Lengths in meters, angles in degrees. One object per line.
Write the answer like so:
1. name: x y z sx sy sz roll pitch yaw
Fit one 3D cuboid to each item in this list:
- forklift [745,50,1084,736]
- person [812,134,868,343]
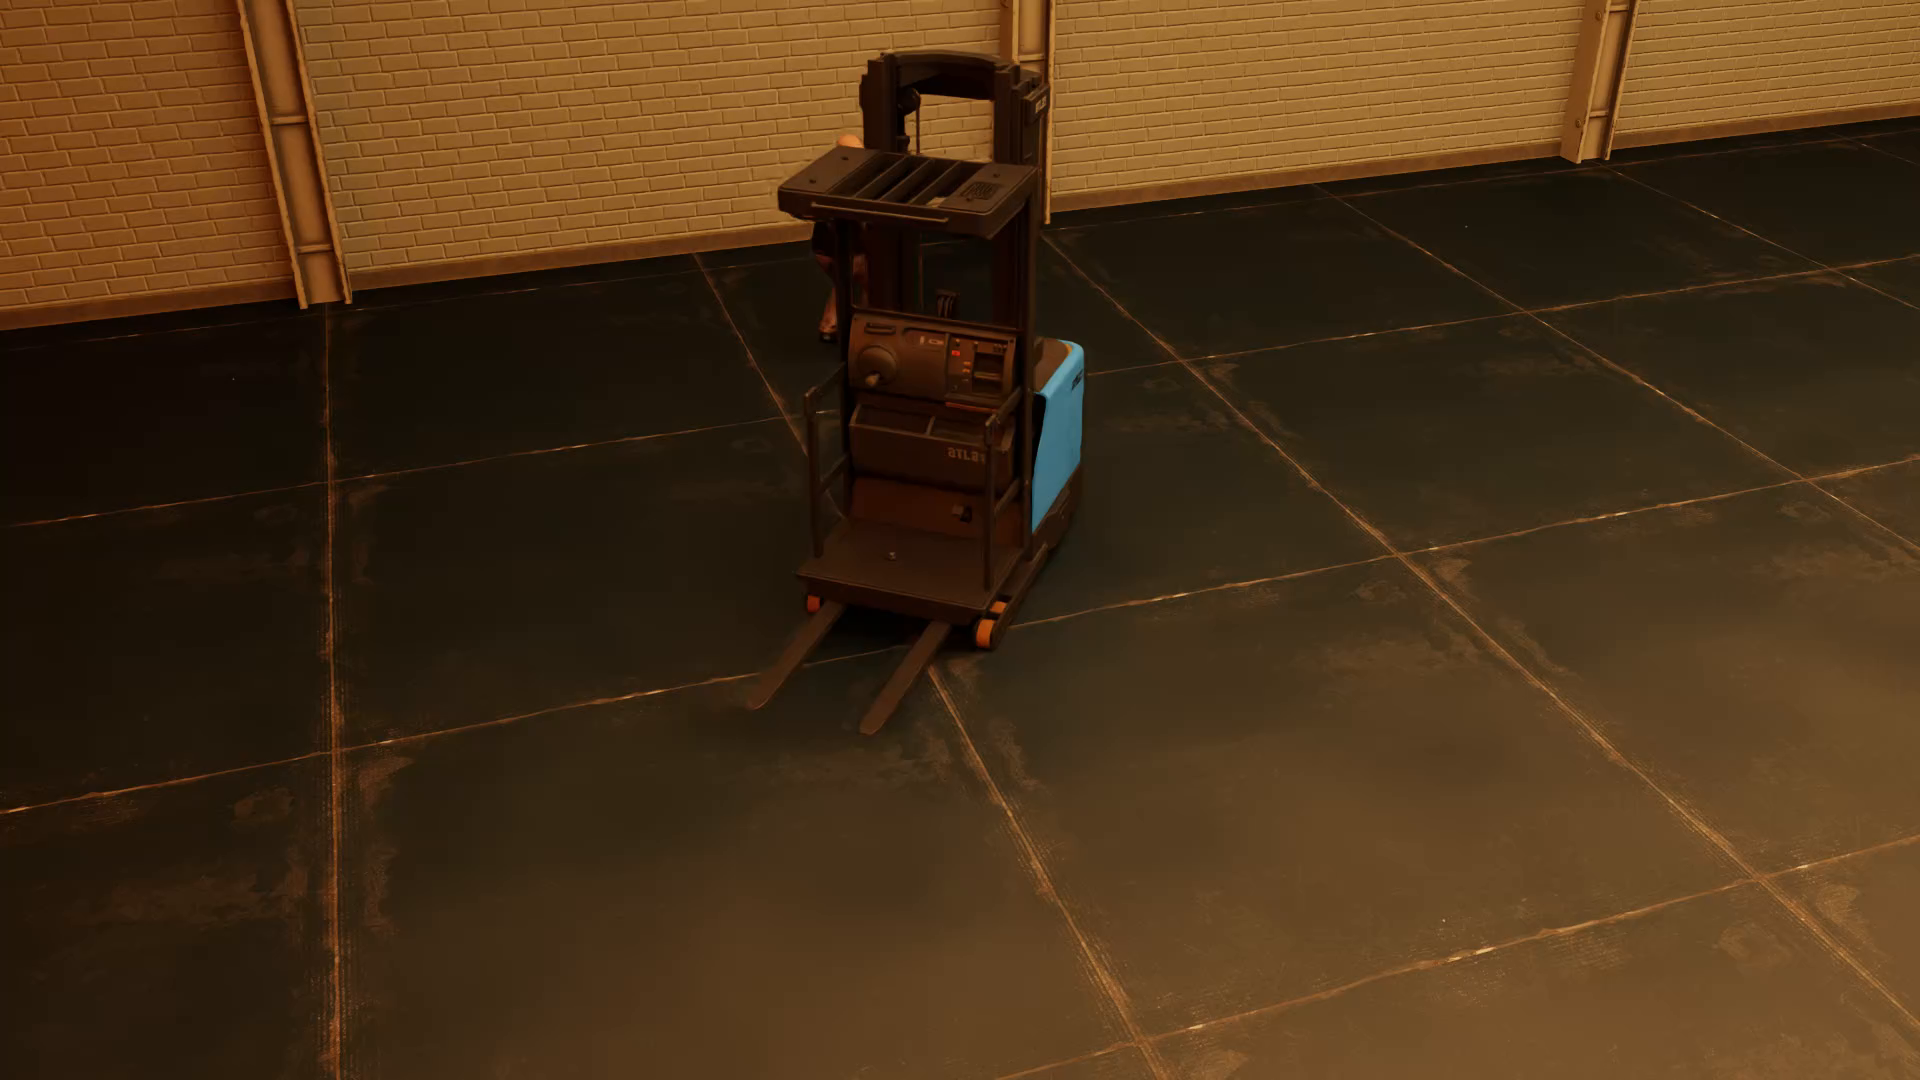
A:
1. forklift: -0.223 -0.910 8.669 1.130 2.935 3.031 10 31 17
2. person: -0.717 -2.176 12.195 0.770 1.605 0.835 -26 39 -37
